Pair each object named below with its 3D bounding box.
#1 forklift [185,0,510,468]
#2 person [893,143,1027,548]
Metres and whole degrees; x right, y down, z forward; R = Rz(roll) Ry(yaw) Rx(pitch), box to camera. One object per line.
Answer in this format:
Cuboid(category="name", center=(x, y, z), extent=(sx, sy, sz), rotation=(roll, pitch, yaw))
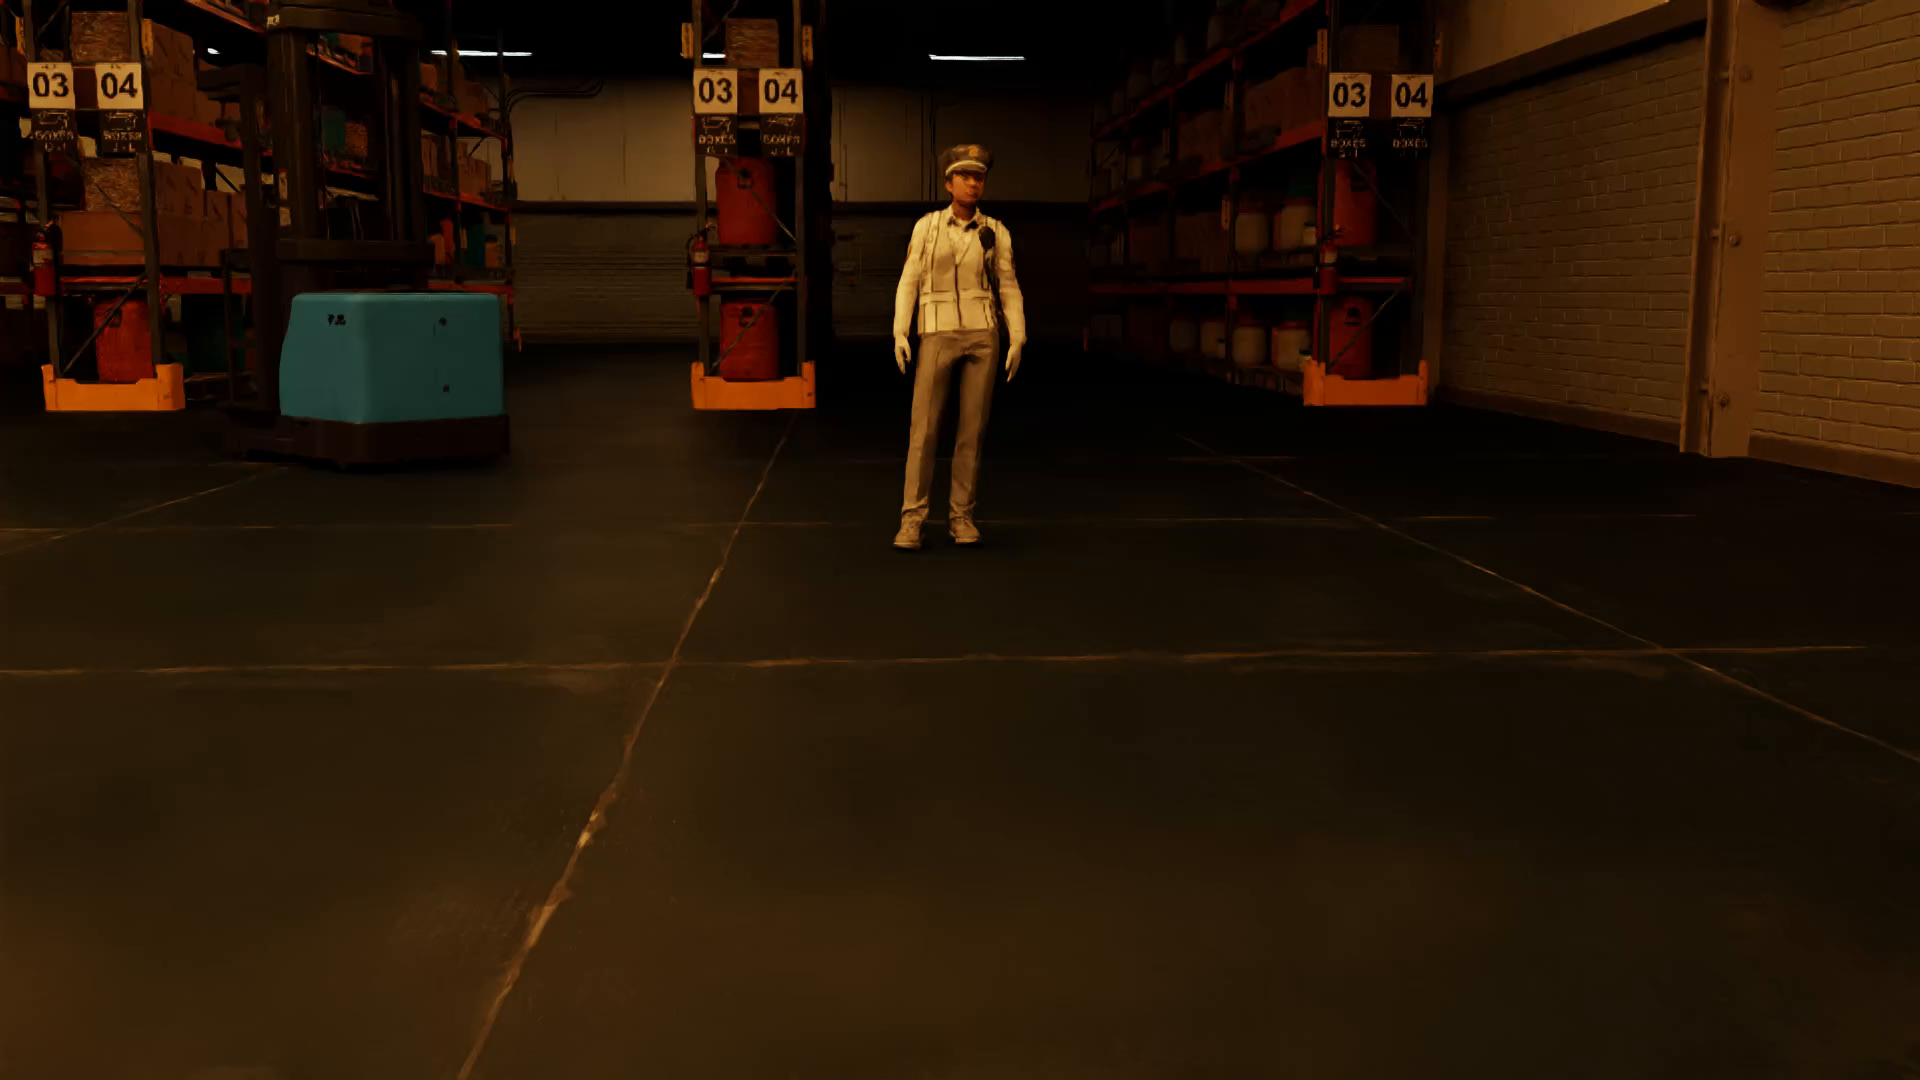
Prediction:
Cuboid(category="forklift", center=(-4.289, -2.039, 11.065), extent=(3.031, 2.935, 1.130), rotation=(8, 12, 43))
Cuboid(category="person", center=(-0.003, -0.835, 7.117), extent=(0.586, 1.695, 0.533), rotation=(-1, 8, -4))
